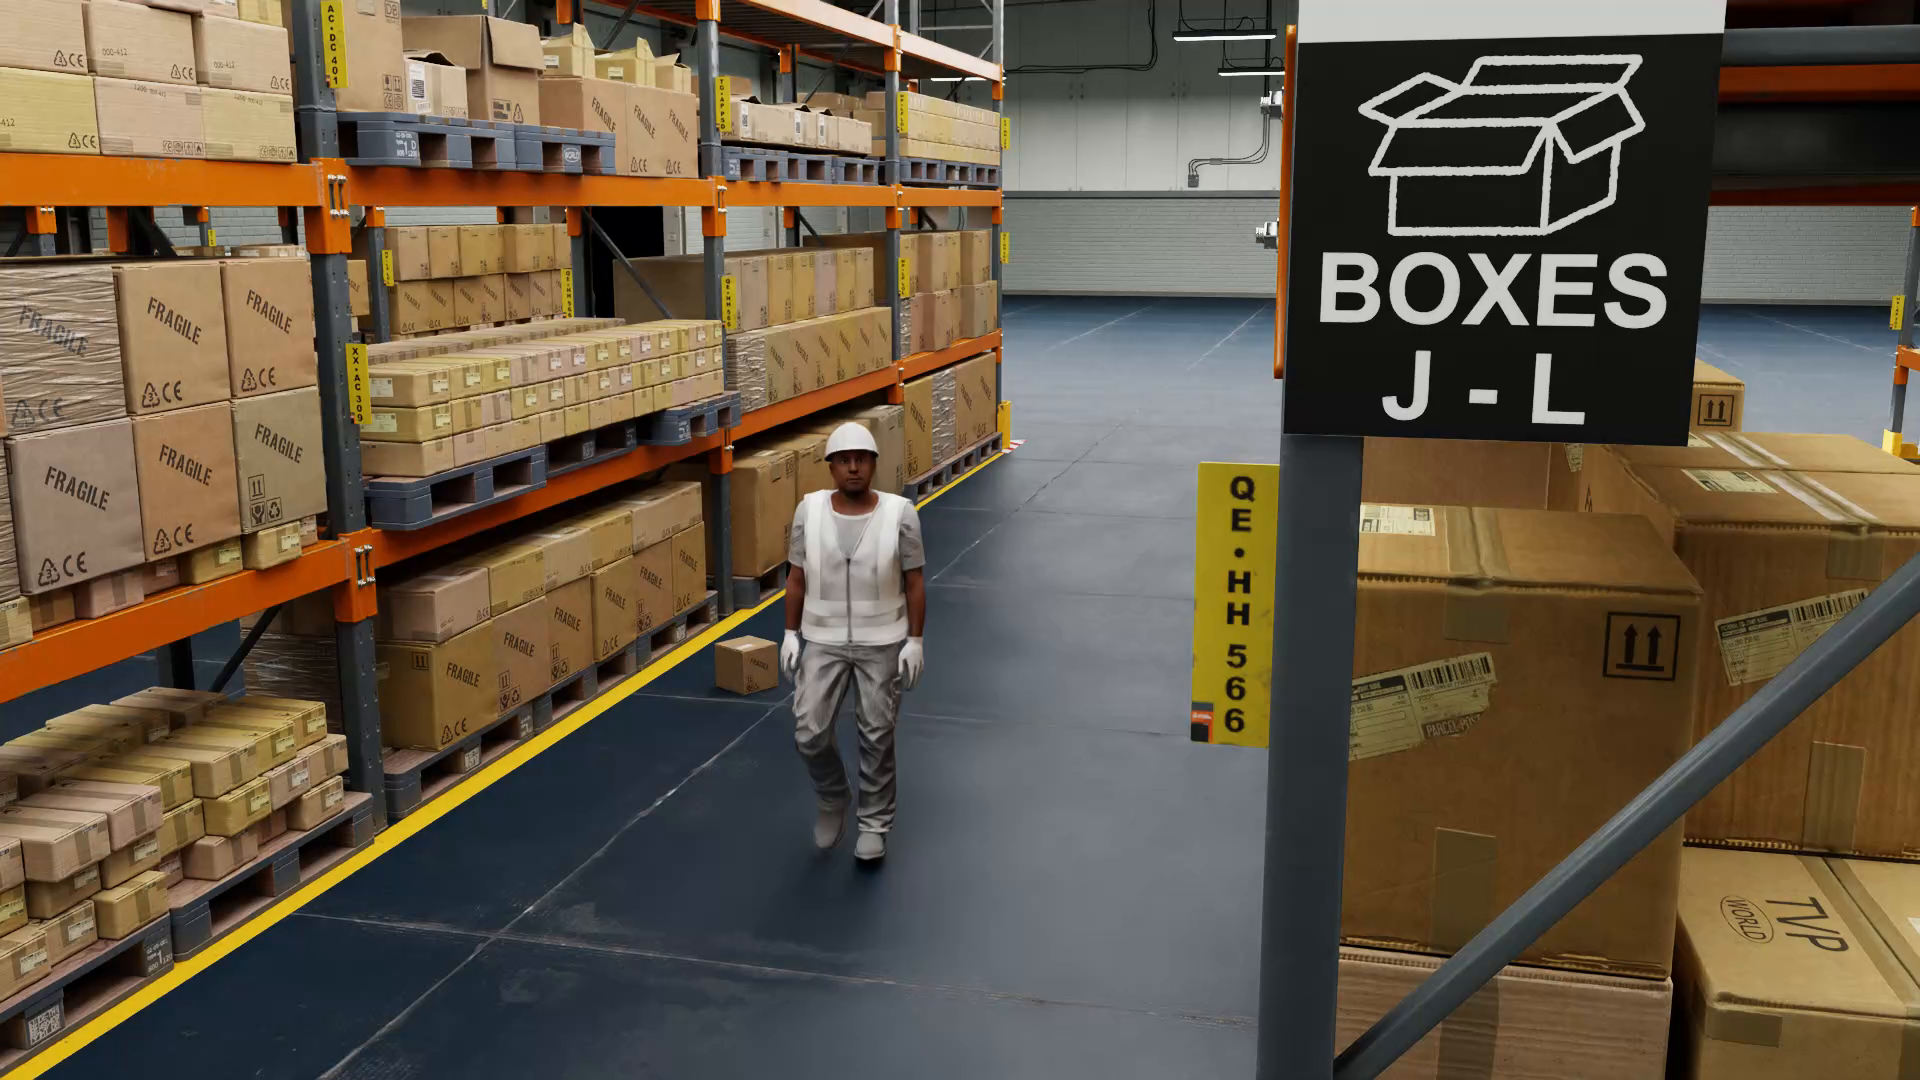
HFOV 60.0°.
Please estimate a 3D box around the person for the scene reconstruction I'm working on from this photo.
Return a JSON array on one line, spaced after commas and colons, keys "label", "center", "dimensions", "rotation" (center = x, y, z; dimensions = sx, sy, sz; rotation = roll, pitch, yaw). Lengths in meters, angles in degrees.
[{"label": "person", "center": [-0.434, 0.422, 6.658], "dimensions": [0.596, 1.788, 0.448], "rotation": [0, 11, 2]}]
